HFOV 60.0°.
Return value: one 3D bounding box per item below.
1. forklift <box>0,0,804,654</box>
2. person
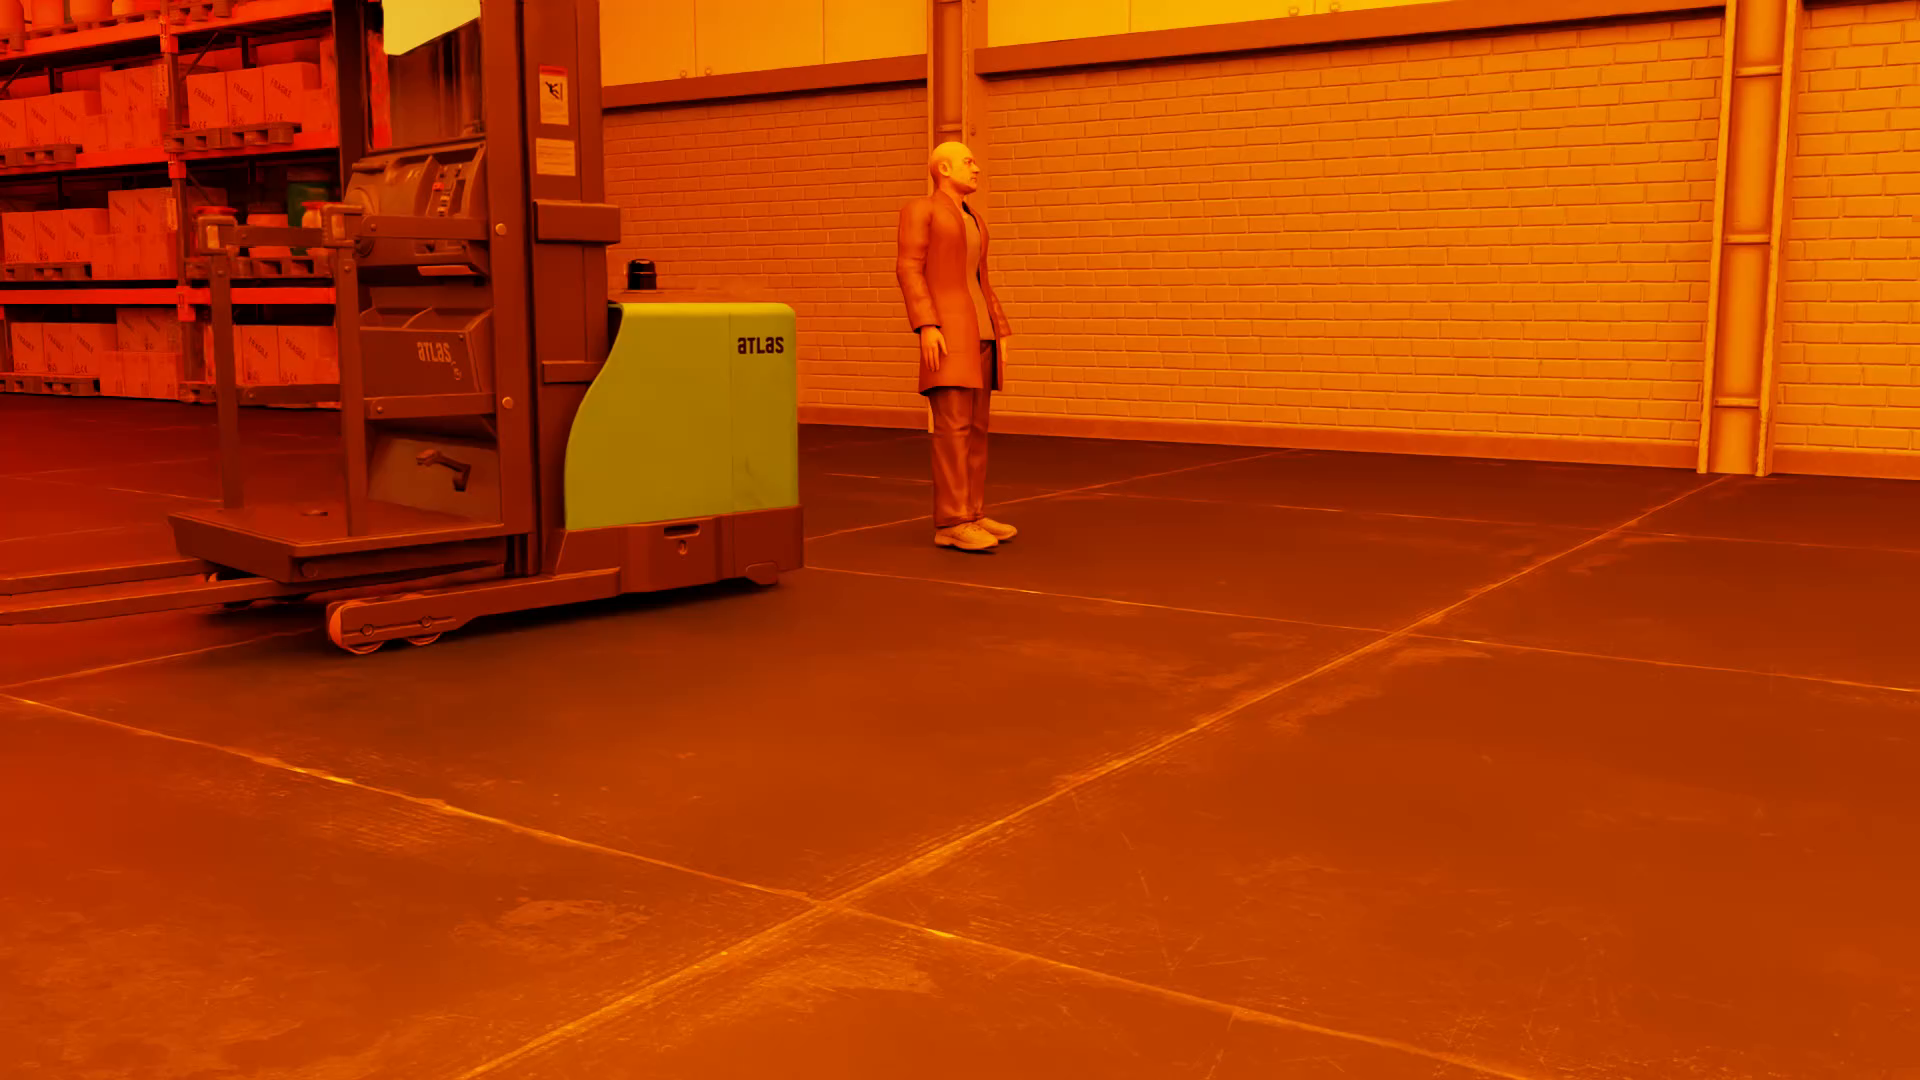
[{"bbox_3d":[-2.005,-1.180,5.492,3.031,2.935,1.130,-8,11,-44],"label":"forklift"},{"bbox_3d":[0.074,-0.879,7.423,0.579,1.777,0.696,5,10,34],"label":"person"}]
